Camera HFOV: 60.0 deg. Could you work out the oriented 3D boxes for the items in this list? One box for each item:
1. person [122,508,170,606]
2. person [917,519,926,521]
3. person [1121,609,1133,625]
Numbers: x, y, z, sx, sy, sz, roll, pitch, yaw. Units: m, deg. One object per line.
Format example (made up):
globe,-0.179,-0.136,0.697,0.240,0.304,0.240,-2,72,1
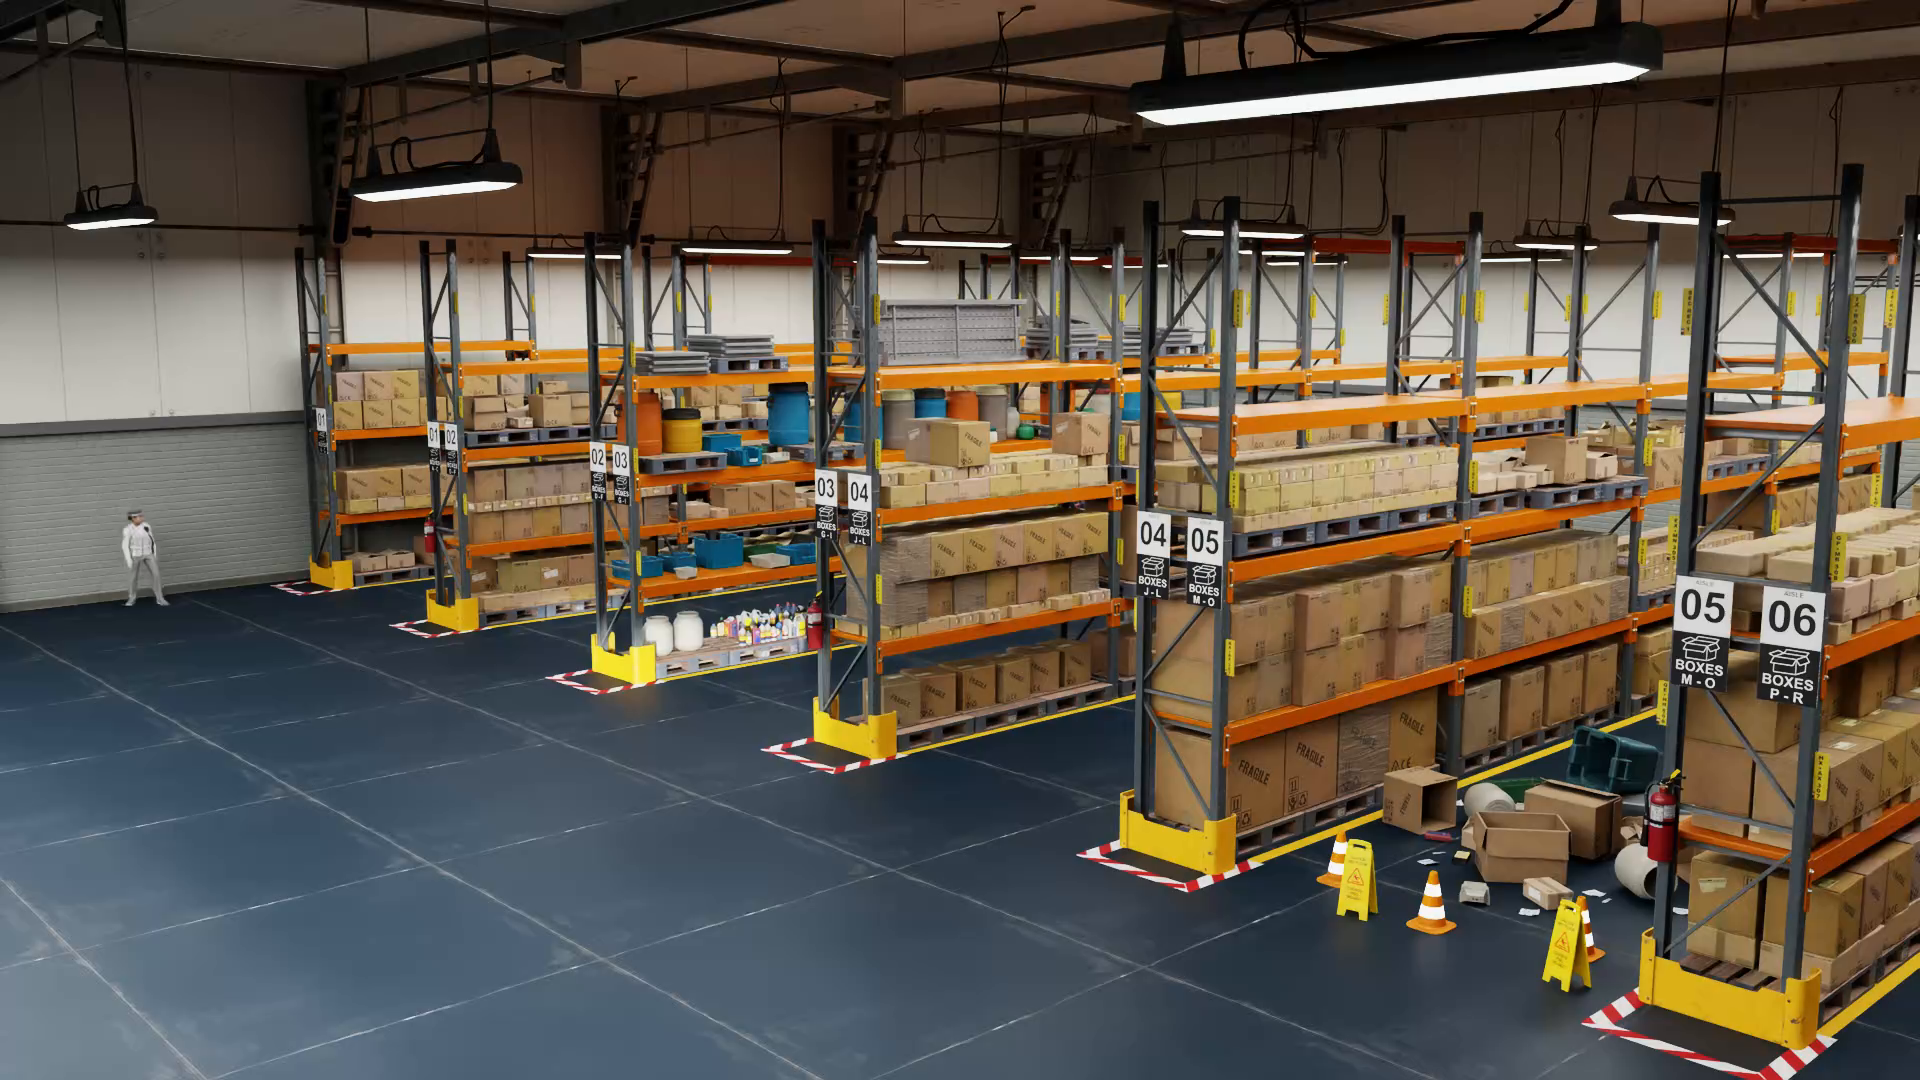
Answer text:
person,-13.677,0.294,27.816,0.632,1.676,0.593,-7,11,-38
person,-0.826,-0.174,28.643,1.018,1.720,0.503,-7,11,-42
person,2.552,0.486,24.466,0.562,1.721,0.459,-6,10,-35
